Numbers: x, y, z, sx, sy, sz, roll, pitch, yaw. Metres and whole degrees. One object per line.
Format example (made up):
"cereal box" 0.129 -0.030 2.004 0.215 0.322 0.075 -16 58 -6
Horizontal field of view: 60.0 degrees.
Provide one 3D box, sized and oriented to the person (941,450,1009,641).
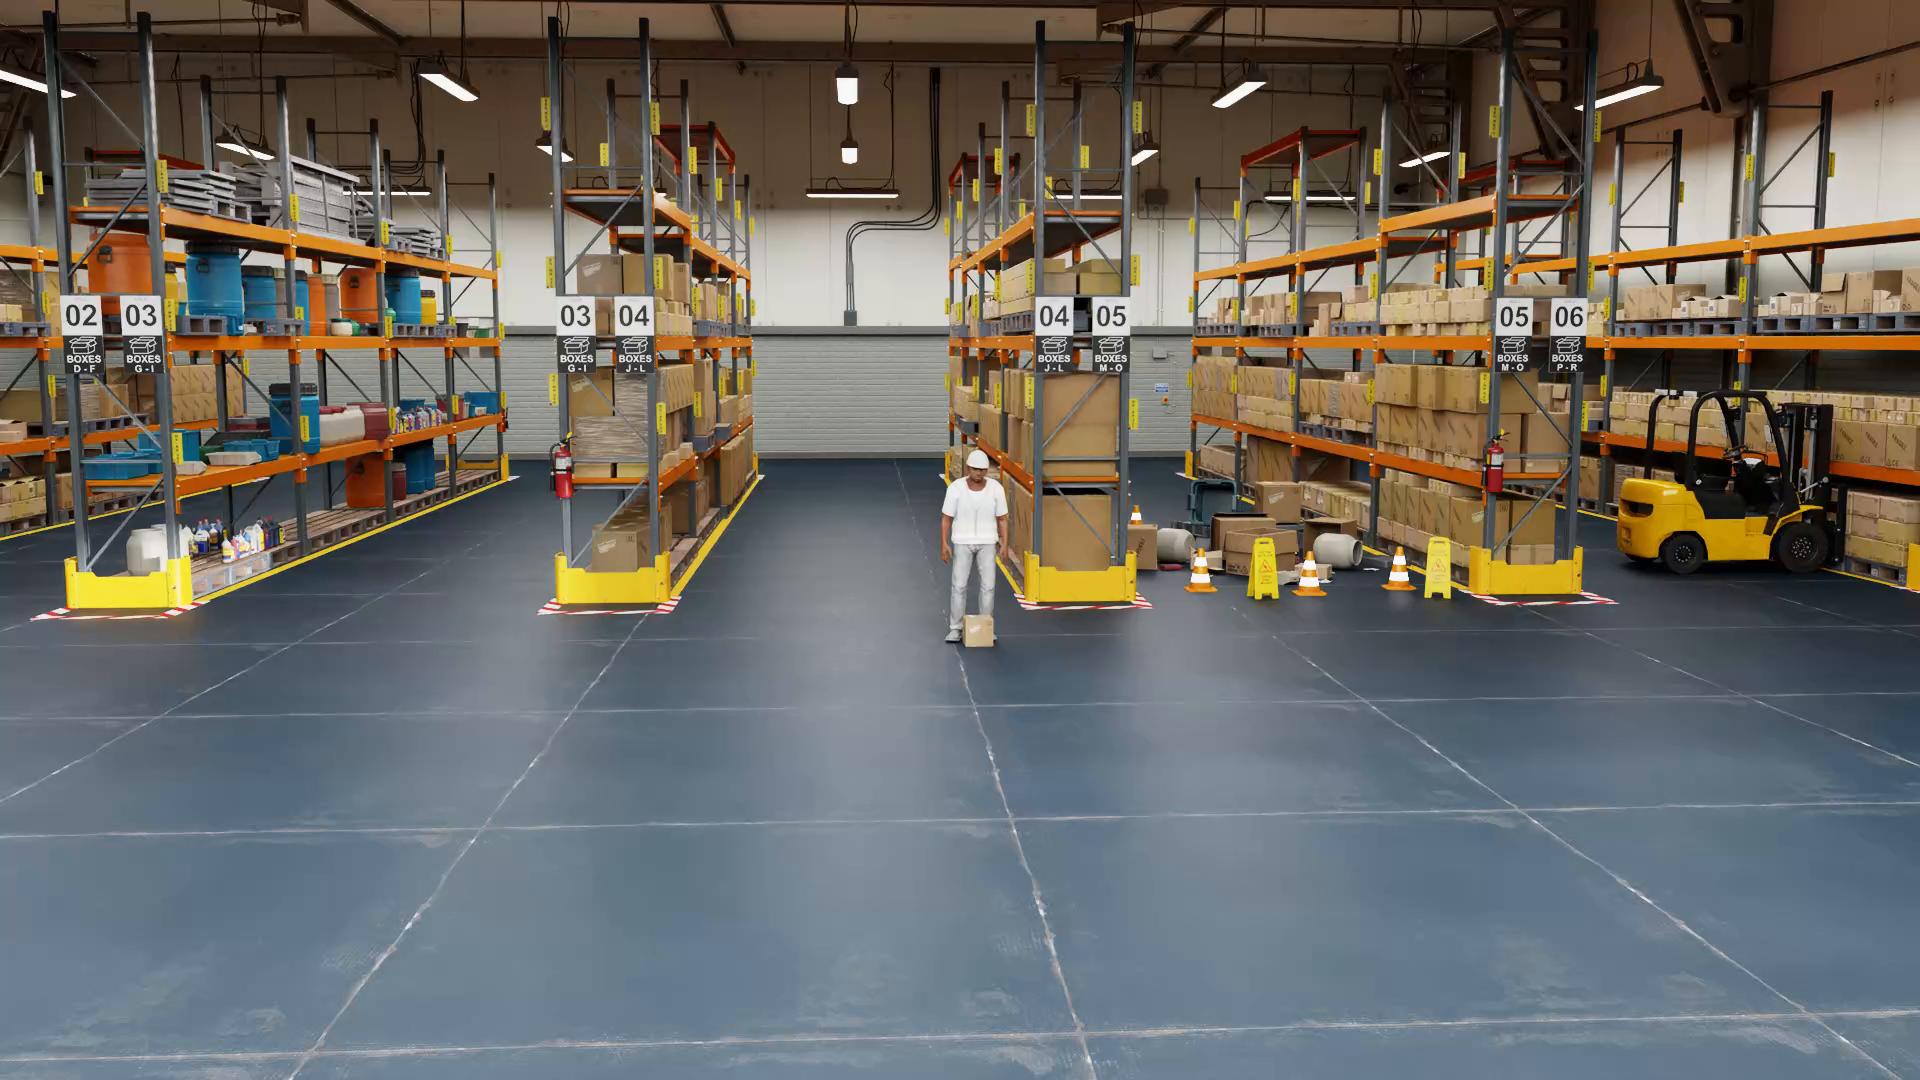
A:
"person" 0.137 0.050 15.247 0.627 1.761 0.460 0 7 -4
